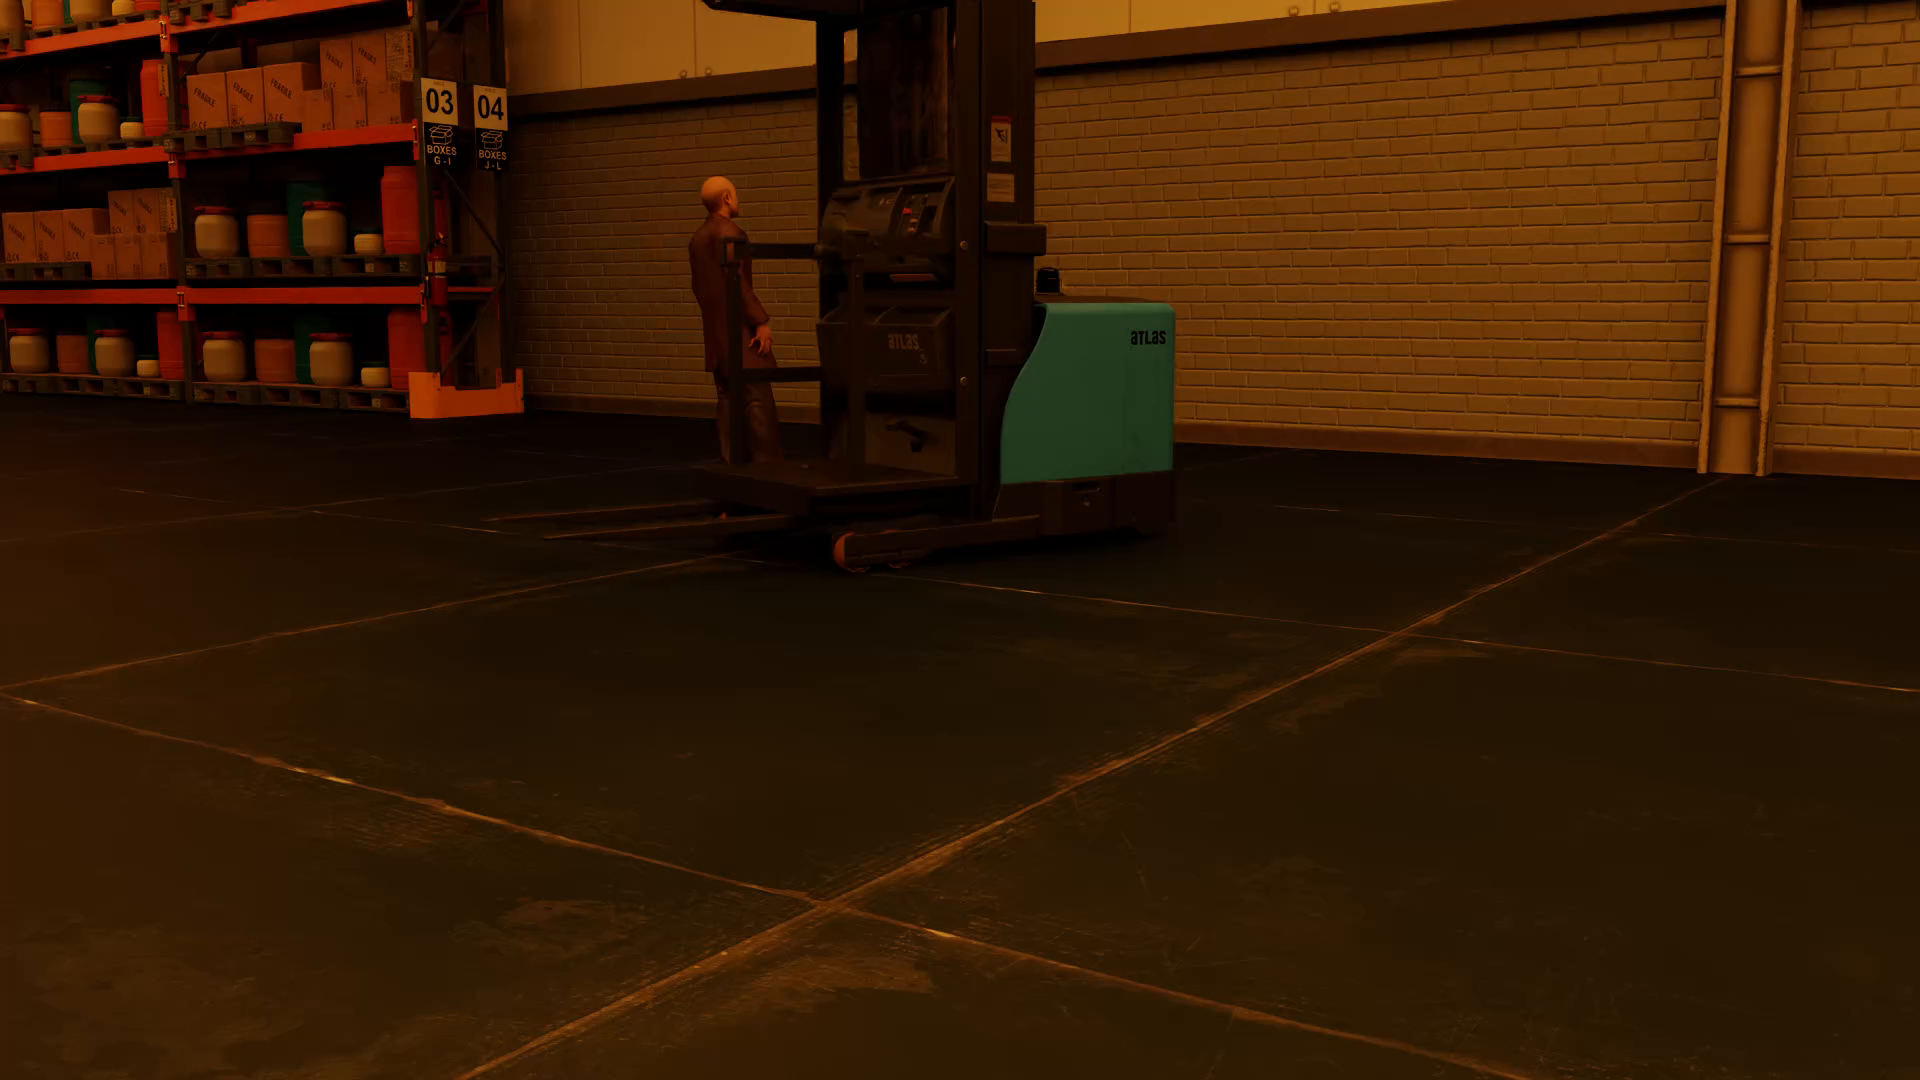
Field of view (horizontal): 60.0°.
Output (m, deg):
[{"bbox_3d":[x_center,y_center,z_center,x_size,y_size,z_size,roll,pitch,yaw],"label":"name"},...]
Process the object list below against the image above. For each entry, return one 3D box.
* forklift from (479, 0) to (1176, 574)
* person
[{"bbox_3d":[-0.491,-1.400,7.039,3.031,2.935,1.130,-6,10,-36],"label":"forklift"},{"bbox_3d":[-1.214,-1.149,9.599,0.583,1.701,0.699,-5,10,-32],"label":"person"}]
